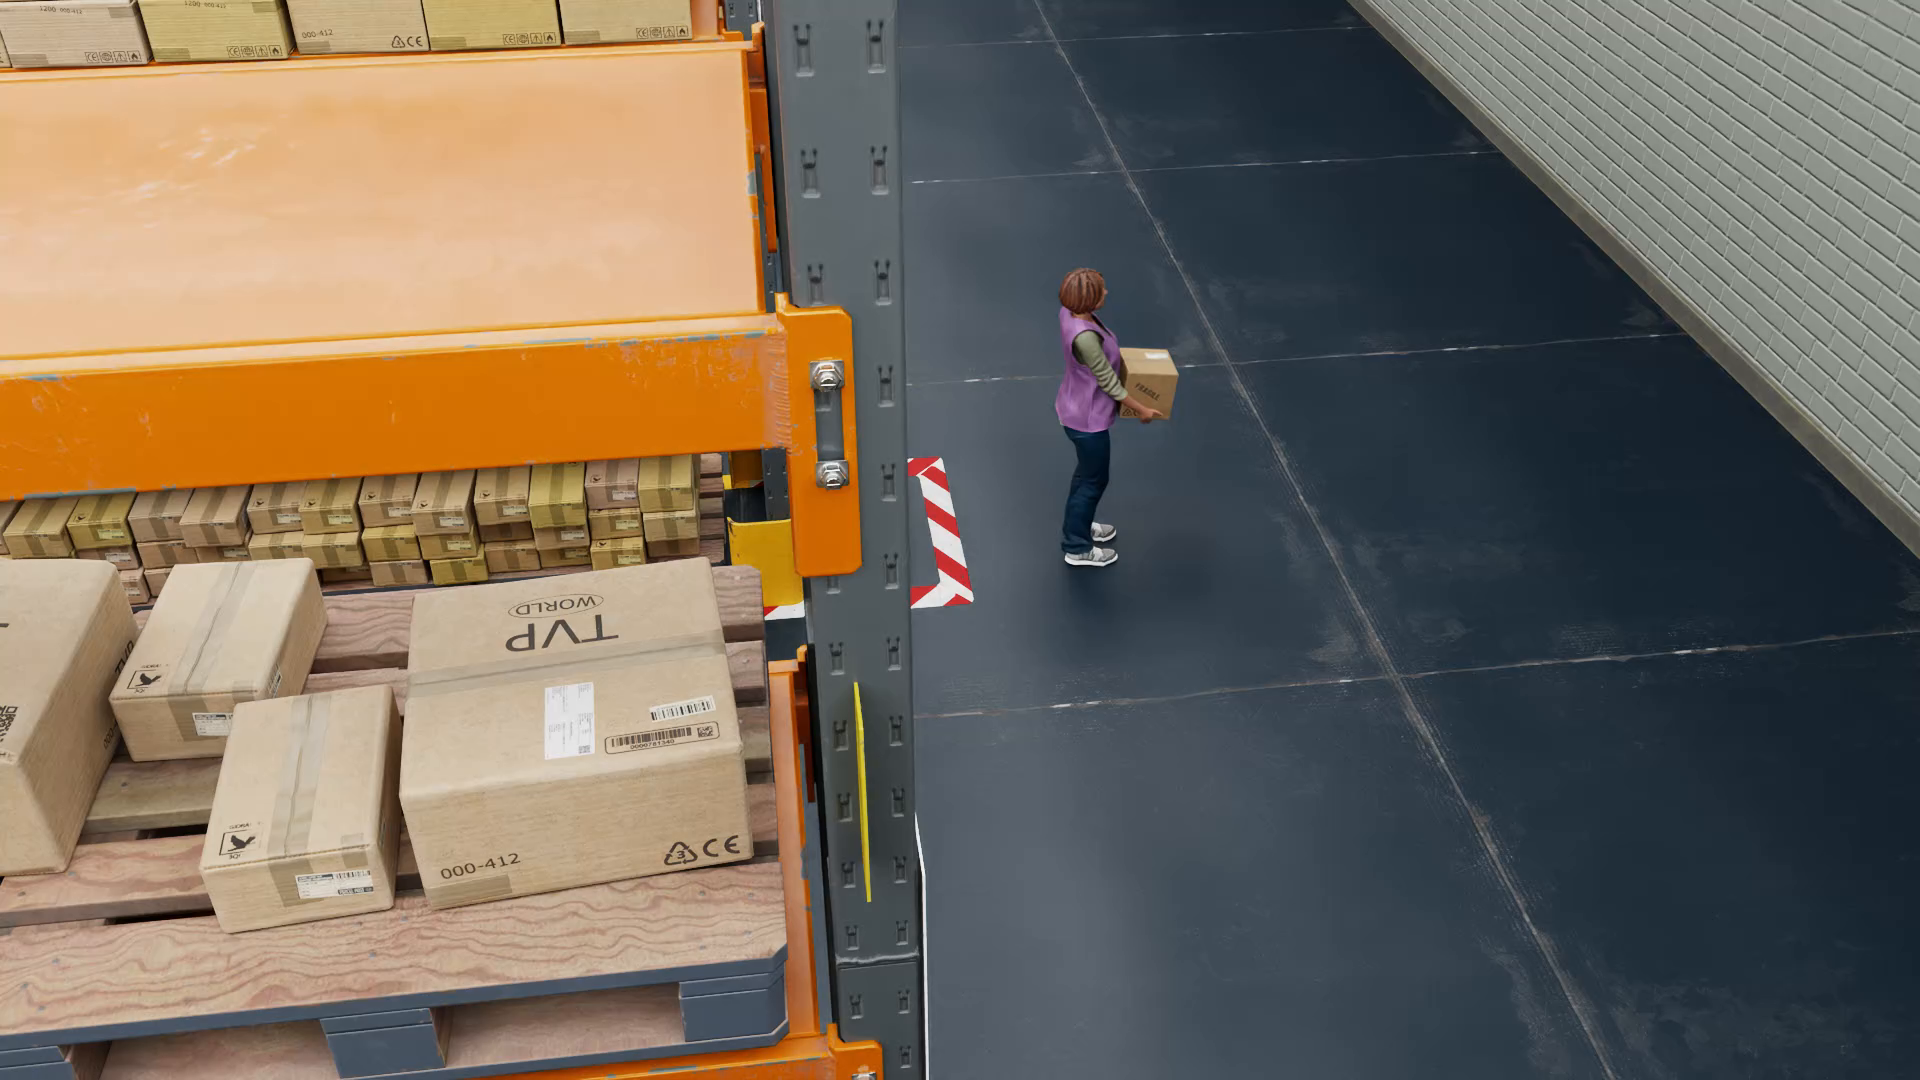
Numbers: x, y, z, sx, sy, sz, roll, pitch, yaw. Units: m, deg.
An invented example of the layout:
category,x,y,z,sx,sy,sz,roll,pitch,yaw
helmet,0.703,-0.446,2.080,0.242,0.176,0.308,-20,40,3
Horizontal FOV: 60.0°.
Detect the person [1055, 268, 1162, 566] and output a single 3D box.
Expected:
category,x,y,z,sx,sy,sz,roll,pitch,yaw
person,0.710,-0.606,8.141,0.499,1.590,0.404,-4,35,-5
